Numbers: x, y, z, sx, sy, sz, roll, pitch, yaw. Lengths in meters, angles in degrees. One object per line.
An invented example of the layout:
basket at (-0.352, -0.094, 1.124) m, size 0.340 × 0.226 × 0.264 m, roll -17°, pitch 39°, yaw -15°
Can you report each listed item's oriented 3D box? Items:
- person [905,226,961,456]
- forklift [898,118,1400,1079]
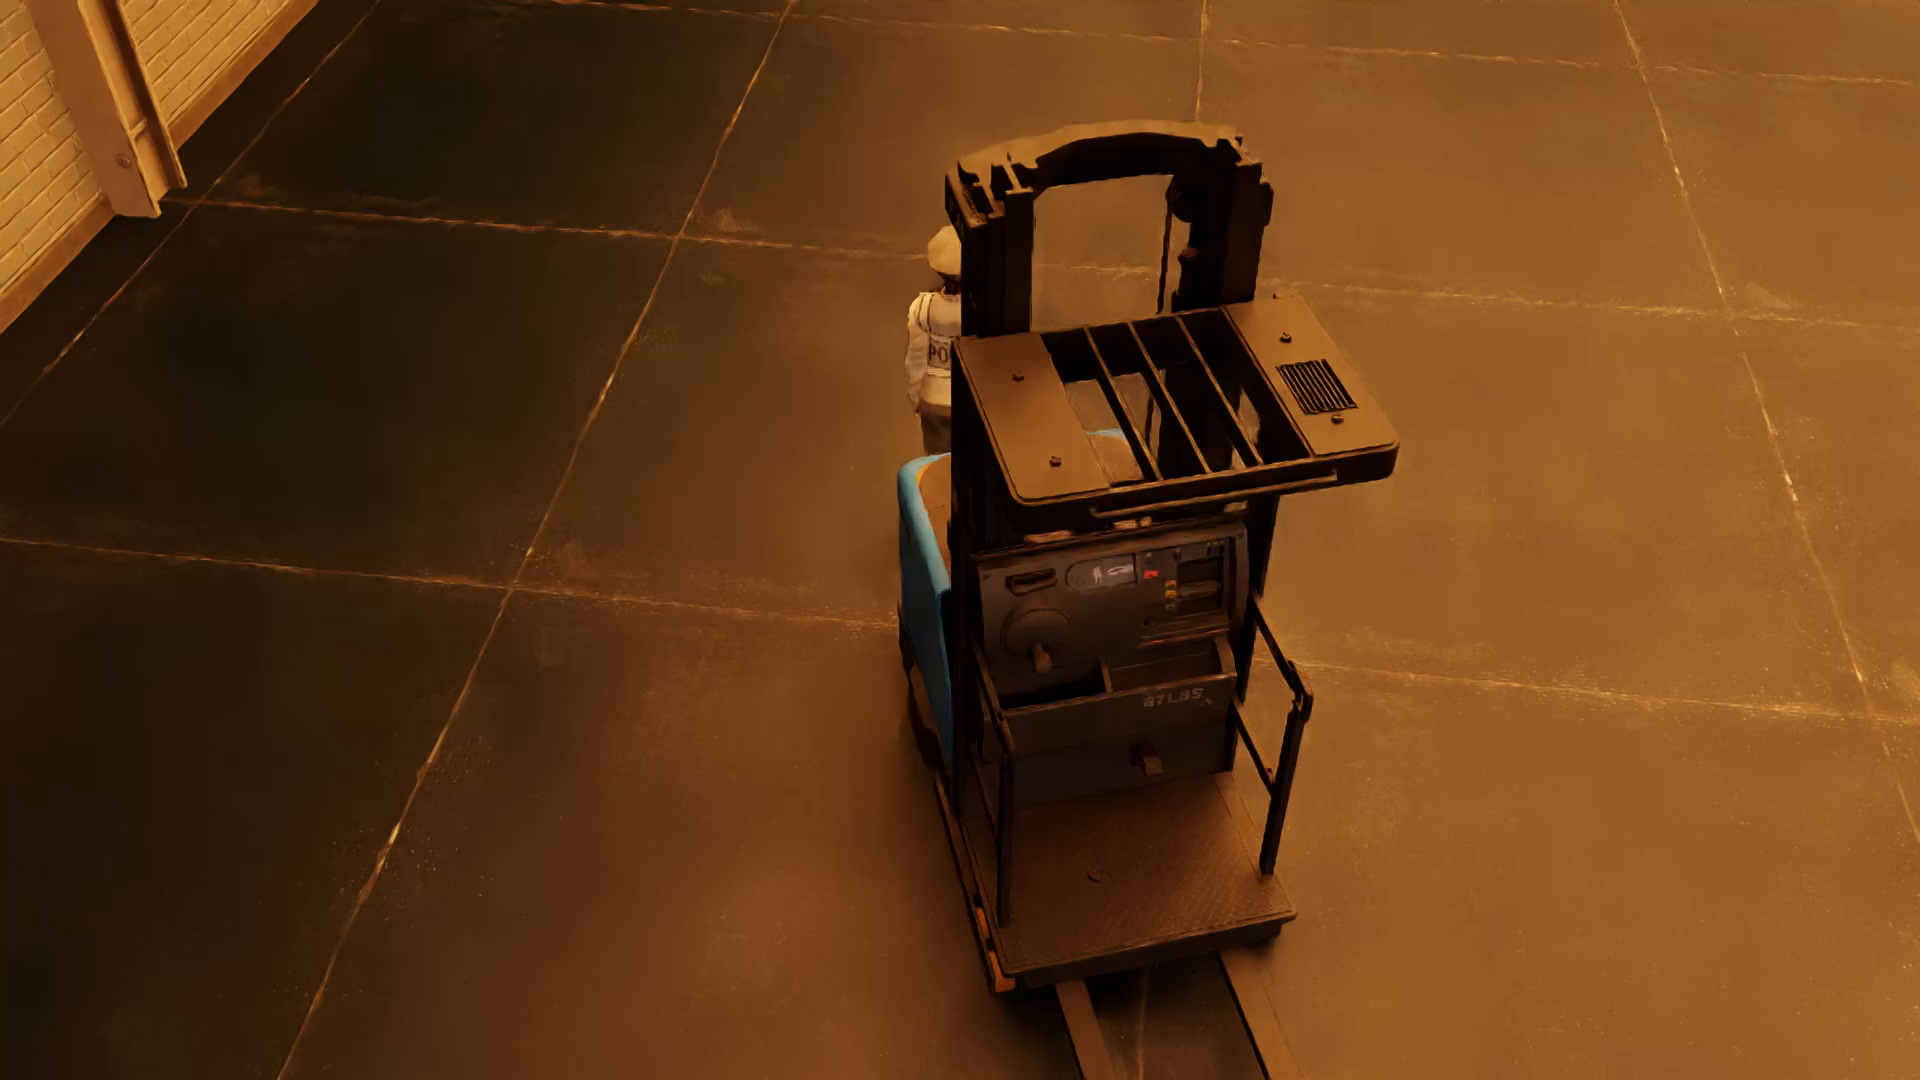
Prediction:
person at (0.001, -0.631, 7.332) m, size 0.463 × 1.692 × 0.337 m, roll 5°, pitch 43°, yaw 6°
forklift at (0.570, 0.284, 5.415) m, size 1.130 × 2.935 × 3.031 m, roll -9°, pitch 43°, yaw -10°
